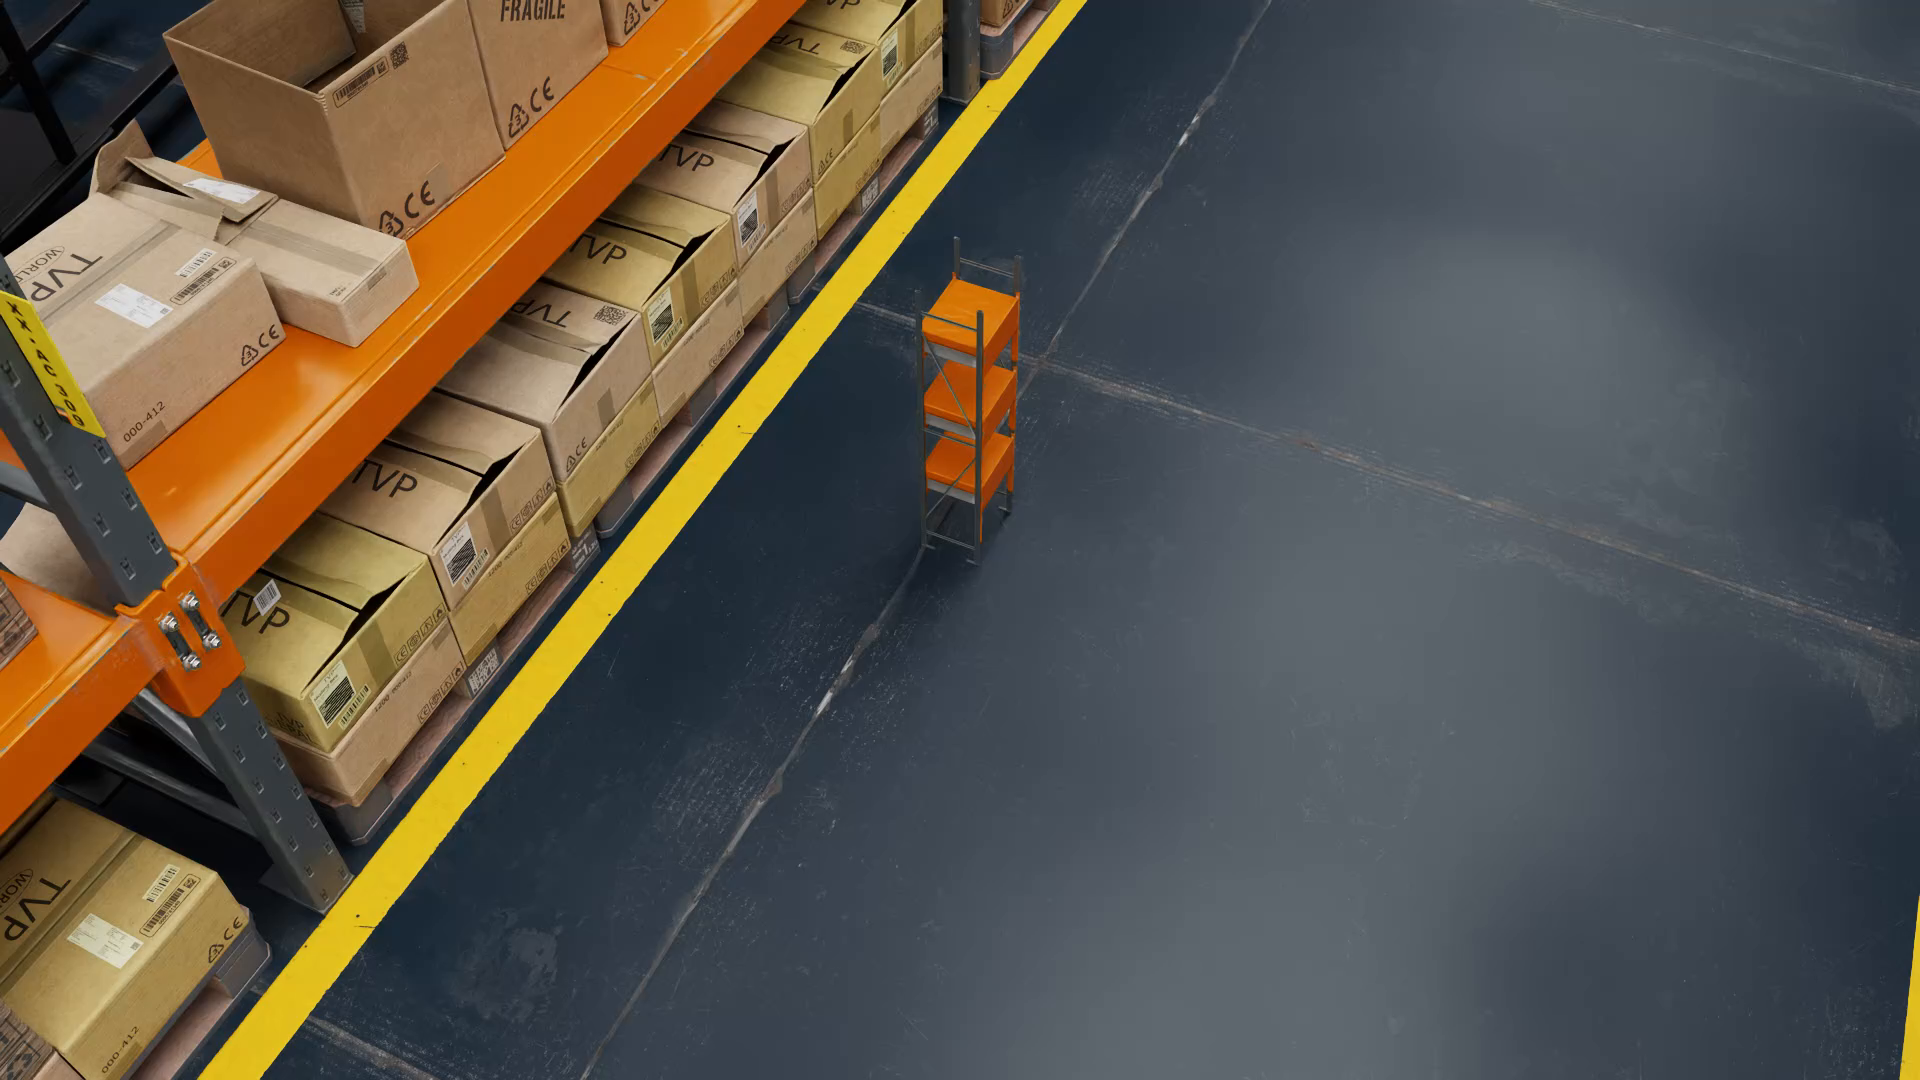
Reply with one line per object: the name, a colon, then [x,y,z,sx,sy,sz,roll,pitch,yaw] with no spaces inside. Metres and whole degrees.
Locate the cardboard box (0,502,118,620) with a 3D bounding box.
cardboard box: [-2.191,0.020,4.425,0.500,0.311,0.500,20,52,16]

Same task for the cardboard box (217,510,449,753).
cardboard box: [-1.703,0.188,4.282,0.500,0.311,0.500,20,52,16]

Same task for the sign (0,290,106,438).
sign: [-1.602,-0.308,2.922,0.100,0.325,0.005,20,52,16]

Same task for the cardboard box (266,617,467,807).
cardboard box: [-1.709,0.377,4.490,0.500,0.250,0.500,19,52,15]

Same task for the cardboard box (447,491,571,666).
cardboard box: [-1.489,0.025,4.789,0.500,0.250,0.500,21,53,17]

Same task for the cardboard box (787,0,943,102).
cardboard box: [-0.397,-1.922,6.077,0.500,0.311,0.500,21,53,17]

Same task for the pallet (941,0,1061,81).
pallet: [-0.043,-2.534,7.267,1.003,0.211,1.213,20,52,16]

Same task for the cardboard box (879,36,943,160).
cardboard box: [-0.400,-1.739,6.290,0.500,0.250,0.500,21,53,17]

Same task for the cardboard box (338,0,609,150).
cardboard box: [-1.323,-1.445,4.444,0.500,0.500,0.500,20,52,16]

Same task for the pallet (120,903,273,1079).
pallet: [-2.483,1.256,4.042,1.003,0.211,1.213,20,52,16]

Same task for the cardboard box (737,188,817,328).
cardboard box: [-0.835,-1.038,5.693,0.500,0.250,0.500,21,53,17]

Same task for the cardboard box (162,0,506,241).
cardboard box: [-1.537,-1.100,4.151,0.500,0.500,0.500,23,53,19]

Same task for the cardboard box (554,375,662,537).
cardboard box: [-1.270,-0.333,5.093,0.500,0.250,0.500,18,52,15]

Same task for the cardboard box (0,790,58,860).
cardboard box: [-2.577,0.794,4.134,0.500,0.250,0.500,20,52,16]

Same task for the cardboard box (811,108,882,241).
cardboard box: [-0.617,-1.383,5.987,0.500,0.250,0.500,19,52,16]

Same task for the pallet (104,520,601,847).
pallet: [-1.825,0.202,4.939,1.003,0.211,1.213,20,52,16]

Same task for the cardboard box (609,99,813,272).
cardboard box: [-0.831,-1.215,5.476,0.500,0.311,0.500,19,52,16]

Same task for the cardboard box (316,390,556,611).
cardboard box: [-1.484,-0.155,4.573,0.500,0.311,0.500,19,52,16]

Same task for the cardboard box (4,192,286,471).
cardboard box: [-1.934,-0.486,3.792,0.500,0.250,0.500,23,53,18]

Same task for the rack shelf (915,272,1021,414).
rack shelf: [0.023,-0.554,4.673,0.215,0.259,0.240,20,52,16]

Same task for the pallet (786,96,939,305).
pallet: [-0.783,-1.478,6.369,1.003,0.211,1.213,20,52,16]

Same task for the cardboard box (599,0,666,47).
cardboard box: [-1.098,-1.807,4.753,0.500,0.500,0.500,17,52,14]

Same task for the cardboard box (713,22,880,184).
cardboard box: [-0.613,-1.562,5.771,0.500,0.311,0.500,19,52,16]

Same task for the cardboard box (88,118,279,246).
cardboard box: [-1.895,-0.803,4.052,0.396,0.266,0.258,19,52,15]

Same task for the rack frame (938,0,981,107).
rack frame: [-0.396,-2.936,5.778,1.000,3.000,0.127,20,52,16]

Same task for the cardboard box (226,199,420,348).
cardboard box: [-1.541,-0.644,3.993,0.380,0.149,0.250,20,52,16]

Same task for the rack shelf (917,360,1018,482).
rack shelf: [0.023,-0.370,4.890,0.215,0.259,0.240,20,52,16]

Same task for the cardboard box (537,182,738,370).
cardboard box: [-1.047,-0.871,5.183,0.500,0.311,0.500,21,53,17]

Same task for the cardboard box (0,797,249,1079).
cardboard box: [-2.105,0.964,3.990,0.500,0.250,0.500,20,52,16]

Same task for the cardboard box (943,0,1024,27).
cardboard box: [0.057,-2.489,6.750,0.500,0.500,0.500,22,53,18]

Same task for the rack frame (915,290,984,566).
rack frame: [-0.029,-0.293,4.810,0.200,1.050,0.008,20,52,16]

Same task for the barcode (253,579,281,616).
barcode: [-1.619,0.135,3.888,0.001,0.075,0.075,20,52,16]

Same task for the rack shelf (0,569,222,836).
rack shelf: [-2.959,1.429,2.537,1.077,0.370,4.000,20,52,16]

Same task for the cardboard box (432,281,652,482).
cardboard box: [-1.264,-0.511,4.877,0.500,0.311,0.500,18,52,15]

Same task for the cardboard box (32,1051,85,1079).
cardboard box: [-2.328,1.305,3.700,0.500,0.250,0.500,20,52,16]

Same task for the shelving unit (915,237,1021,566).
shelving unit: [0.023,-0.377,4.882,0.215,1.050,0.252,20,52,16]

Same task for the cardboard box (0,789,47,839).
cardboard box: [-2.586,0.548,3.851,0.500,0.500,0.500,20,52,16]

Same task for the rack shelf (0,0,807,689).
rack shelf: [-1.250,-1.325,4.881,1.077,0.370,4.000,20,52,16]

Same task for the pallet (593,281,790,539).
pallet: [-1.305,-0.641,5.657,1.003,0.211,1.213,20,52,16]

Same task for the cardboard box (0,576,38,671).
cardboard box: [-2.289,0.094,3.135,0.700,0.500,0.500,19,52,15]

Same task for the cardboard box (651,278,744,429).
cardboard box: [-1.052,-0.683,5.391,0.500,0.250,0.500,21,53,17]

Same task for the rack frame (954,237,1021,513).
rack frame: [0.075,-0.461,4.953,0.200,1.050,0.008,20,52,16]

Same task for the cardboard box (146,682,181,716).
cardboard box: [-2.190,0.194,4.645,0.500,0.250,0.500,19,52,16]

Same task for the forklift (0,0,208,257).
forklift: [-3.724,-1.979,5.009,1.130,2.935,3.031,12,51,10]

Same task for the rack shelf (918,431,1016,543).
rack shelf: [0.023,-0.190,5.101,0.215,0.259,0.240,20,52,16]

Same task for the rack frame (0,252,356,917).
rack frame: [-2.105,-0.181,3.435,1.000,3.000,0.127,20,52,16]

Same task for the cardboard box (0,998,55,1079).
cardboard box: [-2.330,1.062,3.414,0.500,0.500,0.500,20,52,16]
